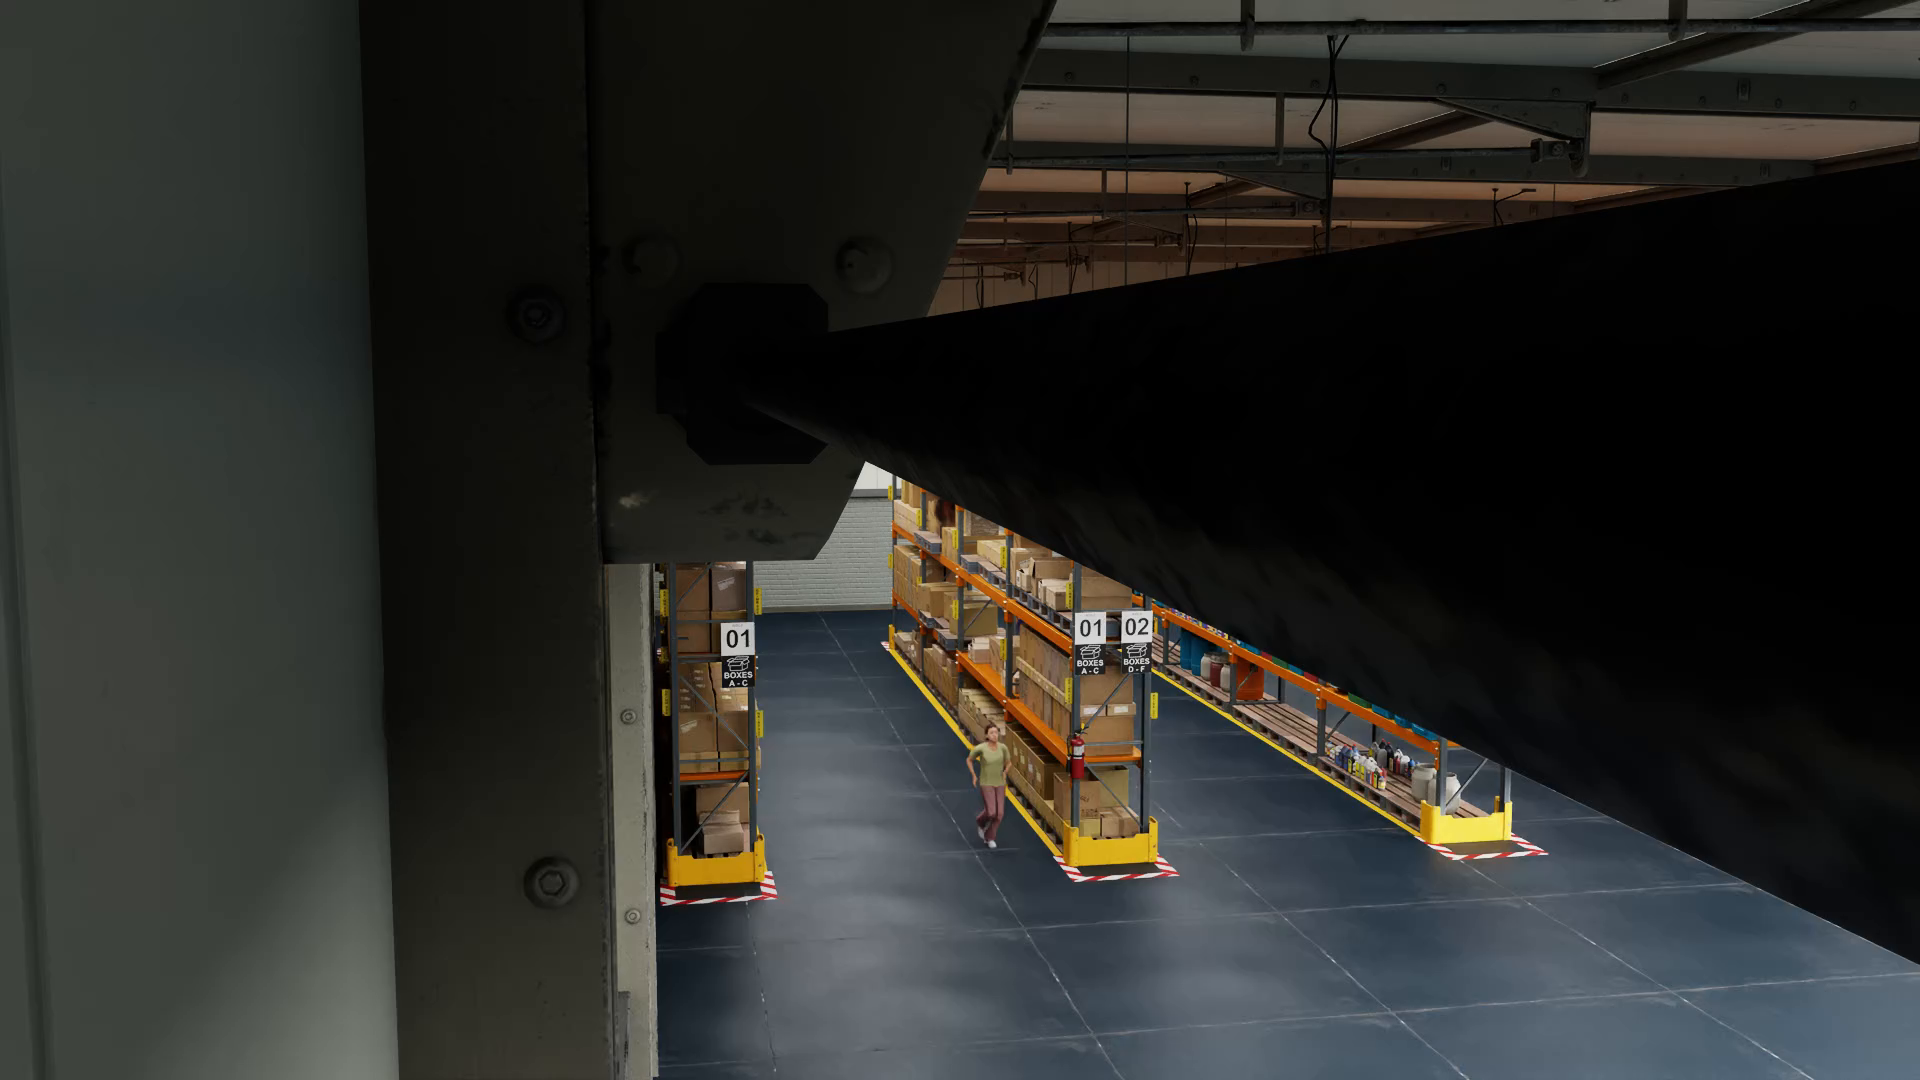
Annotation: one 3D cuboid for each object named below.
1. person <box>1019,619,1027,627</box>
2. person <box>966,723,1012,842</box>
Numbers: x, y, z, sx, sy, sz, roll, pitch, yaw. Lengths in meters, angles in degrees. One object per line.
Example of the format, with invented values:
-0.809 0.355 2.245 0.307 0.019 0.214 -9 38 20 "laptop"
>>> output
1.425 1.864 34.751 0.589 1.486 0.717 -3 7 -24 "person"
0.424 3.166 21.563 0.573 1.574 0.517 -2 7 -19 "person"
